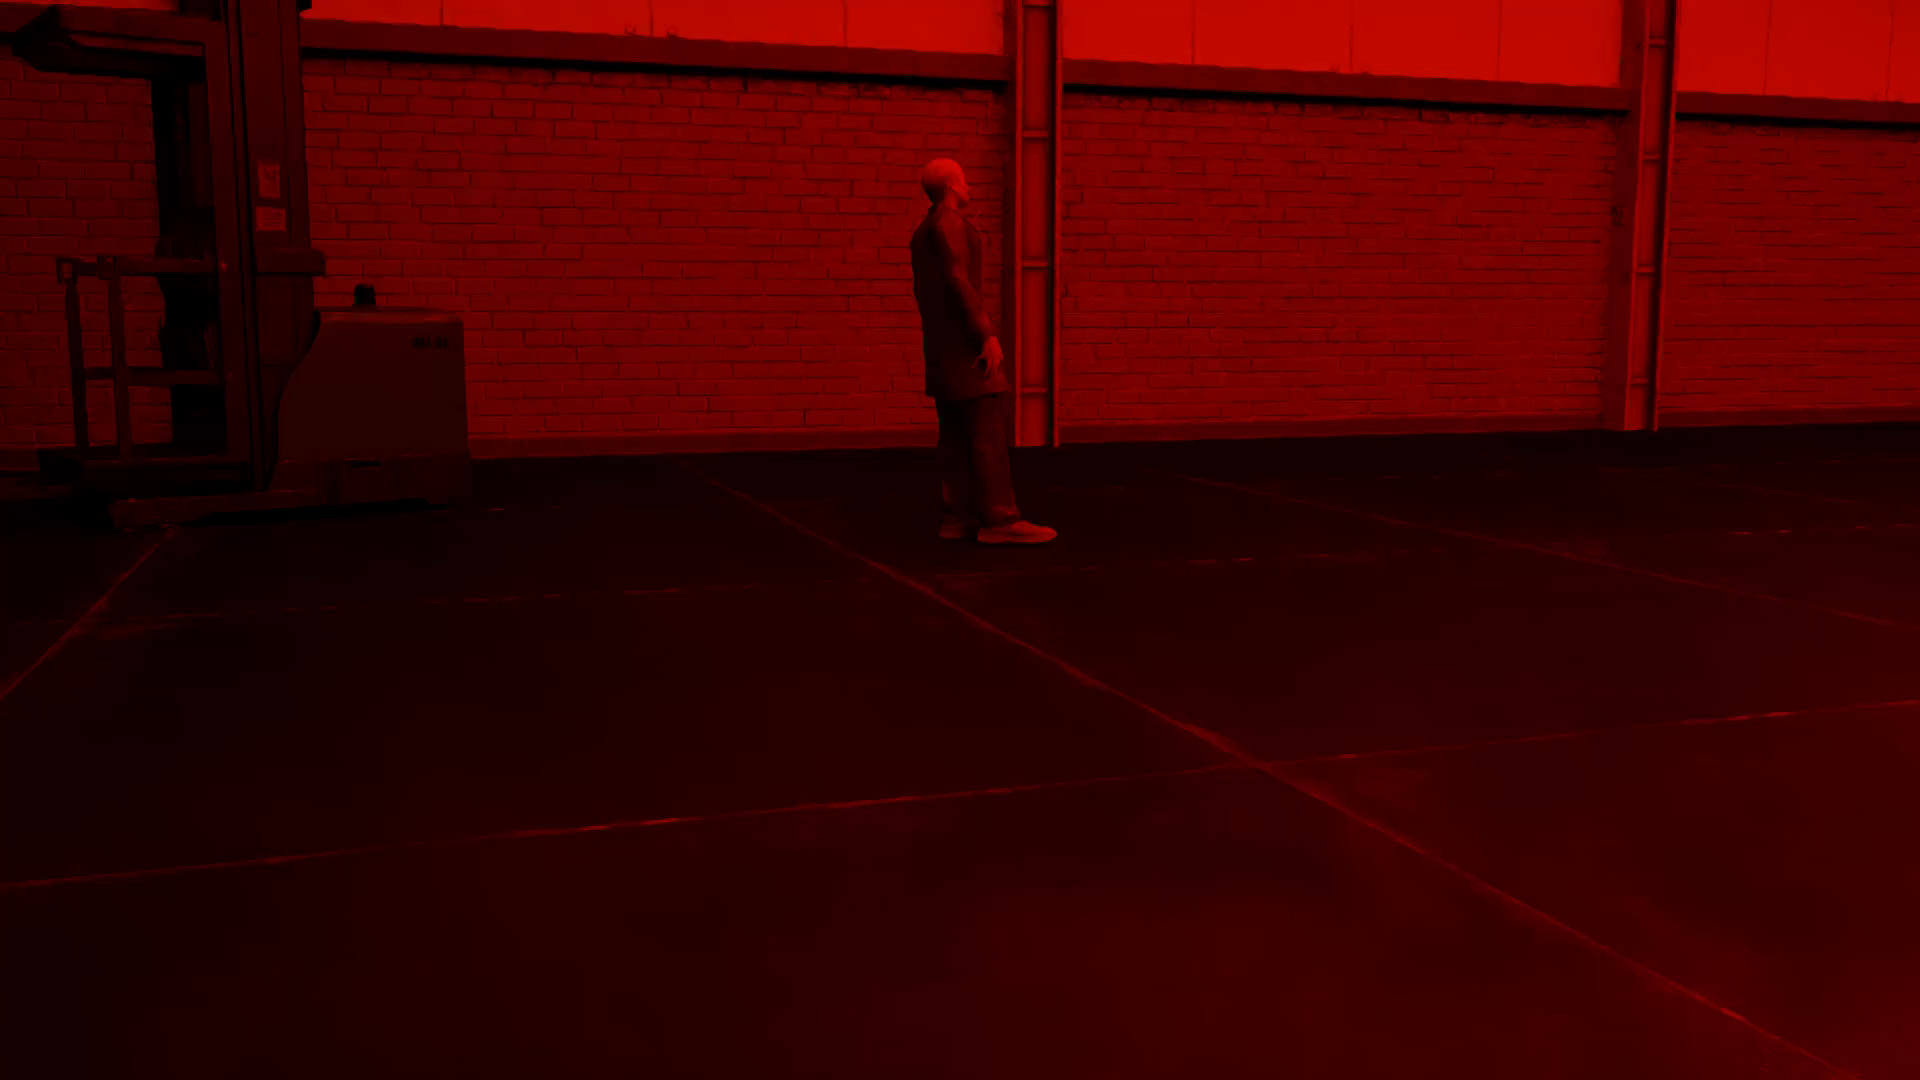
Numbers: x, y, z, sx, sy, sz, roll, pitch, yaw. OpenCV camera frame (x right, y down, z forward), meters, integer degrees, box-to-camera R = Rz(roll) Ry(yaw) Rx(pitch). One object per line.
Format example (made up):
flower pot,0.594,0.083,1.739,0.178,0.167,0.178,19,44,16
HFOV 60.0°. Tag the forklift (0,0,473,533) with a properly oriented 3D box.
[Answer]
forklift,-4.198,-1.566,8.564,3.031,2.935,1.130,-6,10,-38

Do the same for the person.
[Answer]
person,0.088,-0.891,7.827,0.580,1.776,0.694,-3,8,-18
